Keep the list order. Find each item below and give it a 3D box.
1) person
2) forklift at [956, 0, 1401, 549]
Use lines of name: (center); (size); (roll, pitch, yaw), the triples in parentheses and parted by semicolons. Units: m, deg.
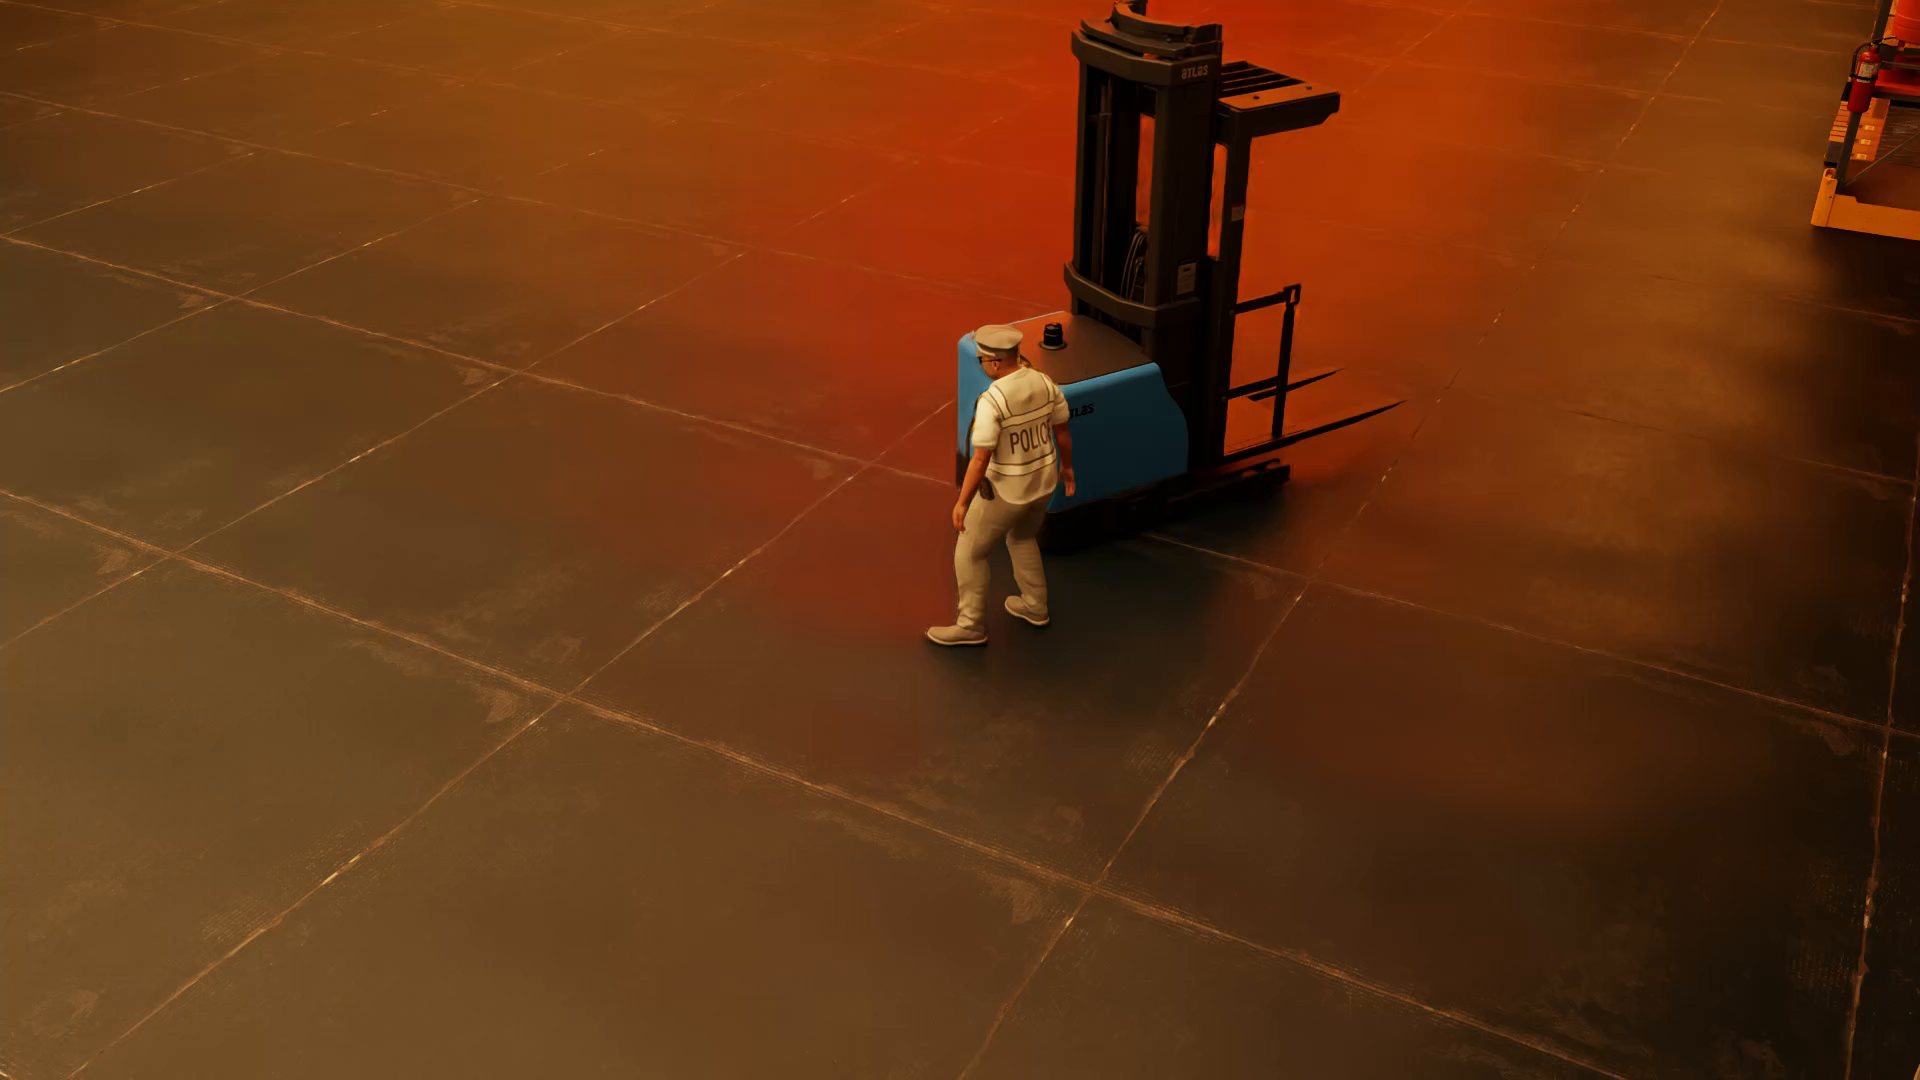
person: (0.250, -0.281, 8.775); (0.851, 1.723, 0.420); (-26, 39, -37)
forklift: (1.498, -1.753, 10.109); (3.031, 2.935, 1.130); (-17, 34, -27)
